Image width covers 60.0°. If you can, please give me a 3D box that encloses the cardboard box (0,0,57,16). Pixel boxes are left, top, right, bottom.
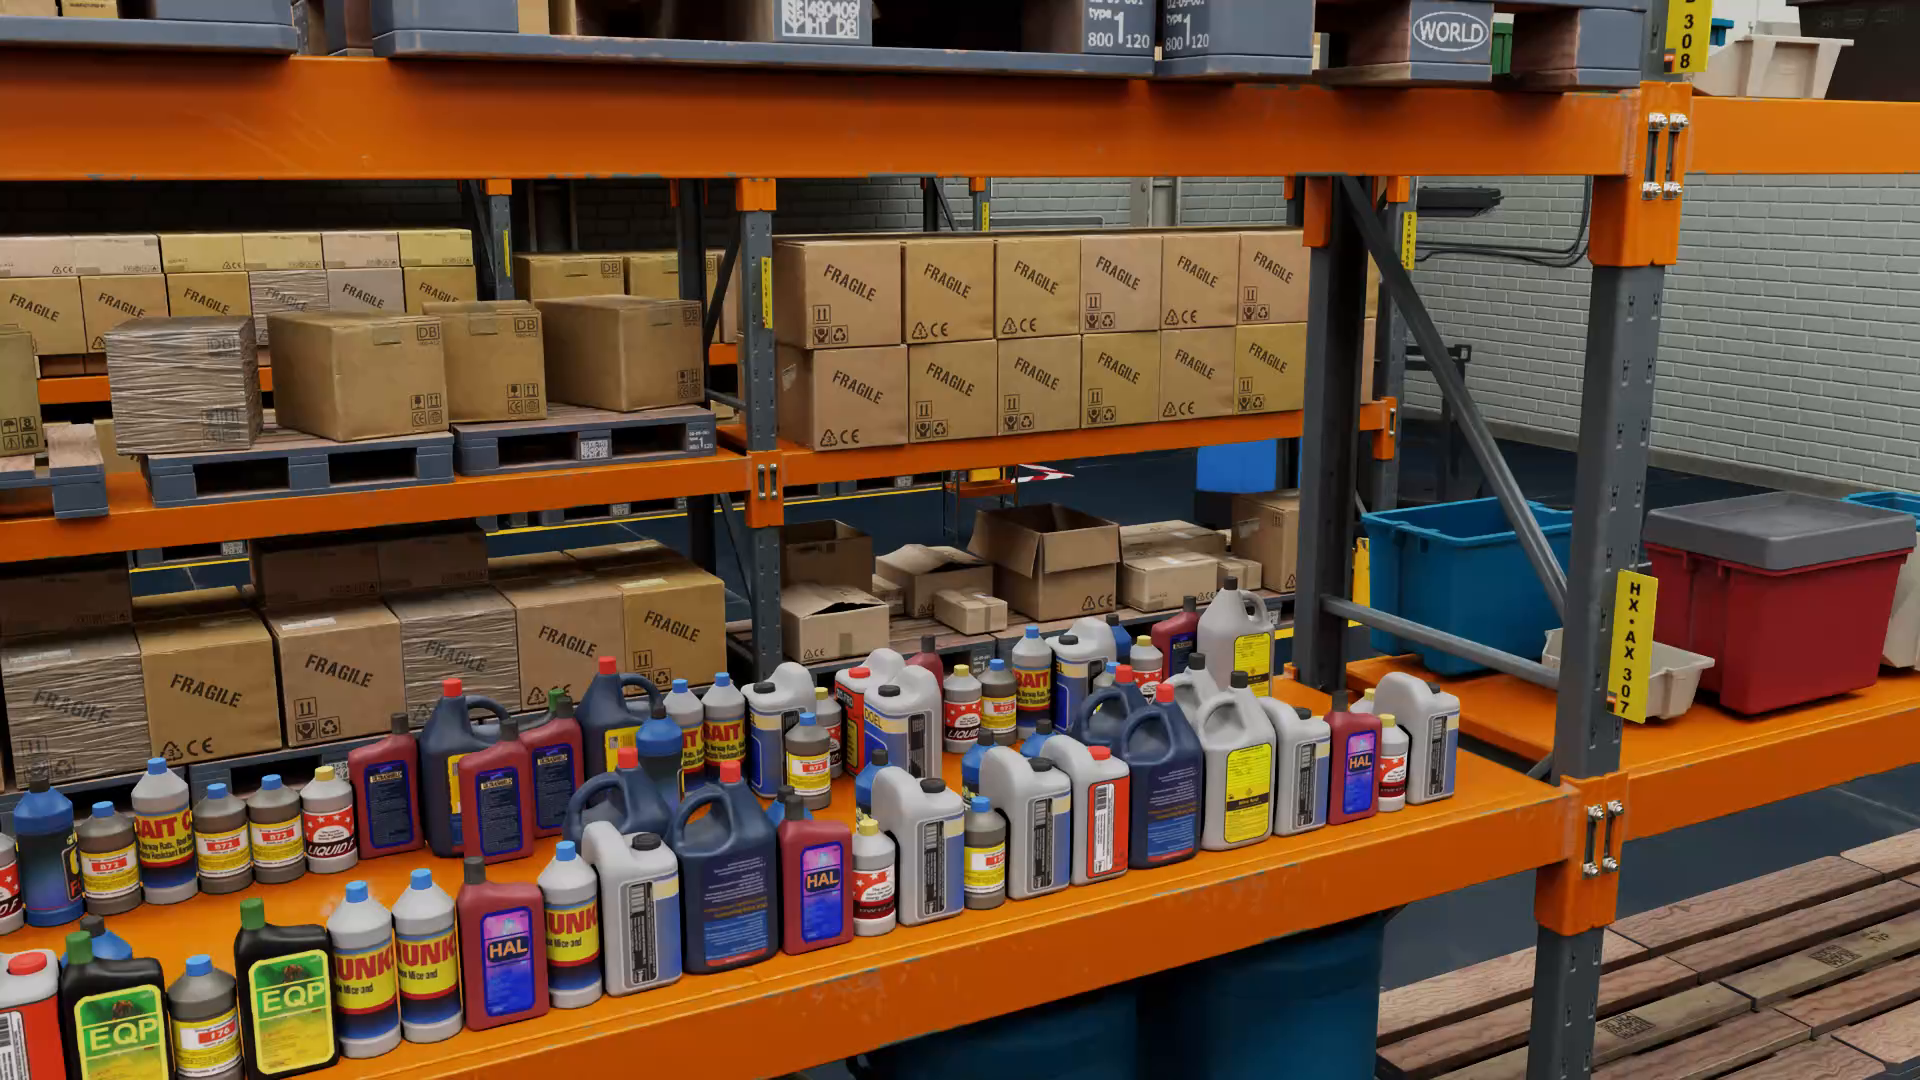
[{"bbox_3d":[-3.867,-1.892,6.625,0.500,0.500,0.910,-7,14,-28],"label":"cardboard box"}]

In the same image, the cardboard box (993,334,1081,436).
[{"bbox_3d":[0.295,-0.851,8.832,0.500,0.500,0.500,-7,14,-28],"label":"cardboard box"}]

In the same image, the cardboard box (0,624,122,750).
[{"bbox_3d":[-3.973,0.587,7.359,0.500,0.500,0.500,-6,14,-26],"label":"cardboard box"}]

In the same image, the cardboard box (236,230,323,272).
[{"bbox_3d":[-4.736,-2.014,11.569,0.500,0.250,0.500,-7,14,-27],"label":"cardboard box"}]

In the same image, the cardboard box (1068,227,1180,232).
[{"bbox_3d":[0.928,-1.548,9.651,0.500,0.500,0.500,-7,14,-27],"label":"cardboard box"}]

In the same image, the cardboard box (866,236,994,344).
[{"bbox_3d":[-0.170,-1.281,8.464,0.500,0.500,0.500,-7,15,-30],"label":"cardboard box"}]

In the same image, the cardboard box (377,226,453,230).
[{"bbox_3d":[-4.076,-2.220,12.484,0.500,0.250,0.500,-6,14,-26],"label":"cardboard box"}]

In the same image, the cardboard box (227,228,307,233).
[{"bbox_3d":[-4.970,-2.110,11.995,0.500,0.250,0.500,-7,15,-30],"label":"cardboard box"}]

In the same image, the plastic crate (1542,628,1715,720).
[{"bbox_3d":[1.676,0.338,4.238,0.243,0.136,0.396,-7,14,-28],"label":"plastic crate"}]

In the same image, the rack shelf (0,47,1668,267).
[{"bbox_3d":[-0.556,-0.642,2.935,4.000,0.370,1.077,-7,14,-28],"label":"rack shelf"}]

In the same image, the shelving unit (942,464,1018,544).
[{"bbox_3d":[0.145,-0.603,12.055,0.503,1.200,0.258,-7,14,-28],"label":"shelving unit"}]

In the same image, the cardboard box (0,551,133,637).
[{"bbox_3d":[-3.926,0.215,7.306,0.500,0.250,0.500,-6,14,-26],"label":"cardboard box"}]

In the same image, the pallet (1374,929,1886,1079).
[{"bbox_3d":[1.826,1.536,4.804,1.213,0.211,1.003,-7,14,-28],"label":"pallet"}]

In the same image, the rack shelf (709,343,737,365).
[{"bbox_3d":[-1.792,-1.508,13.618,4.000,0.370,1.077,-7,14,-28],"label":"rack shelf"}]

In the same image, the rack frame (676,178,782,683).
[{"bbox_3d":[-1.171,-0.695,8.364,0.127,3.000,1.000,-7,14,-28],"label":"rack frame"}]

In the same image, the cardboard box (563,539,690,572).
[{"bbox_3d":[-1.712,0.314,8.573,0.500,0.500,0.500,-8,15,-30],"label":"cardboard box"}]

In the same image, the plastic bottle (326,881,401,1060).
[{"bbox_3d":[-0.936,0.667,2.608,0.097,0.271,0.097,0,13,0],"label":"plastic bottle"}]

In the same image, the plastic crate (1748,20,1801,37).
[{"bbox_3d":[2.617,-1.392,4.902,0.530,0.282,0.437,-7,14,-28],"label":"plastic crate"}]

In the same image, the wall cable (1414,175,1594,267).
[{"bbox_3d":[5.099,-4.008,16.494,0.112,2.526,3.097,-7,14,-28],"label":"wall cable"}]

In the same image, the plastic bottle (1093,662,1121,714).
[{"bbox_3d":[0.365,0.393,3.983,0.097,0.201,0.097,0,13,0],"label":"plastic bottle"}]

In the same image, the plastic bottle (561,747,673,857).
[{"bbox_3d":[-0.609,0.545,2.969,0.185,0.351,0.144,-7,14,-28],"label":"plastic bottle"}]

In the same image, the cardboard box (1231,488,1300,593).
[{"bbox_3d":[1.981,-0.006,9.995,0.500,0.500,0.500,-7,14,-28],"label":"cardboard box"}]

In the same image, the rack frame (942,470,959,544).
[{"bbox_3d":[-0.069,-0.577,11.941,0.015,1.200,0.240,-7,14,-28],"label":"rack frame"}]

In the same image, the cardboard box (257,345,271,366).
[{"bbox_3d":[-4.845,-1.321,11.673,0.250,0.149,0.380,-7,15,-29],"label":"cardboard box"}]

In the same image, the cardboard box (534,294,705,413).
[{"bbox_3d":[-1.694,-0.942,8.277,0.700,0.500,0.500,11,17,41],"label":"cardboard box"}]

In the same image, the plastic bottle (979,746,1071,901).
[{"bbox_3d":[0.127,0.530,3.204,0.135,0.276,0.152,-7,14,-28],"label":"plastic bottle"}]

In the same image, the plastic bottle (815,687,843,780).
[{"bbox_3d":[-0.317,0.437,3.789,0.097,0.201,0.097,0,13,0],"label":"plastic bottle"}]

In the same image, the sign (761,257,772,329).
[{"bbox_3d":[-0.902,-1.153,7.763,0.005,0.325,0.100,-7,14,-28],"label":"sign"}]

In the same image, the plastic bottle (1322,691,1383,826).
[{"bbox_3d":[0.827,0.454,3.525,0.133,0.283,0.061,-7,14,-28],"label":"plastic bottle"}]

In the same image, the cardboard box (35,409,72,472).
[{"bbox_3d":[-6.350,-0.436,11.156,0.750,0.750,0.750,-7,14,-29],"label":"cardboard box"}]

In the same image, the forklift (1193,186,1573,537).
[{"bbox_3d":[3.317,-1.479,12.007,3.031,2.935,1.130,5,14,21],"label":"forklift"}]

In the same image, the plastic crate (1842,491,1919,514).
[{"bbox_3d":[3.180,-0.007,5.553,0.300,0.233,0.416,-7,14,-28],"label":"plastic crate"}]

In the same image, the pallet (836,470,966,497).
[{"bbox_3d":[-0.701,-0.610,14.339,1.213,0.211,1.003,-7,14,-28],"label":"pallet"}]

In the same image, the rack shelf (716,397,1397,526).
[{"bbox_3d":[0.585,-0.554,9.378,4.000,0.370,1.077,-7,14,-28],"label":"rack shelf"}]

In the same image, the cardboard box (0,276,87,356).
[{"bbox_3d":[-6.045,-1.487,10.933,0.500,0.500,0.500,-6,14,-26],"label":"cardboard box"}]

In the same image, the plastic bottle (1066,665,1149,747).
[{"bbox_3d":[0.318,0.436,3.453,0.185,0.351,0.144,-7,14,-28],"label":"plastic bottle"}]

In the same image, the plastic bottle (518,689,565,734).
[{"bbox_3d":[-0.878,0.460,3.501,0.133,0.283,0.061,-7,14,-28],"label":"plastic bottle"}]

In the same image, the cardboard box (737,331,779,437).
[{"bbox_3d":[-0.855,-0.846,8.807,0.500,0.500,0.500,-7,14,-27],"label":"cardboard box"}]

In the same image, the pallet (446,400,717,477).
[{"bbox_3d":[-1.925,-0.538,8.105,1.213,0.211,1.003,-7,14,-28],"label":"pallet"}]

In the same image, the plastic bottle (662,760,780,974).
[{"bbox_3d":[-0.418,0.560,2.901,0.185,0.351,0.144,-7,14,-28],"label":"plastic bottle"}]

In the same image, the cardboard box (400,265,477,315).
[{"bbox_3d":[-3.832,-1.755,12.127,0.500,0.500,0.500,-7,15,-29],"label":"cardboard box"}]

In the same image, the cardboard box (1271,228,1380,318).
[{"bbox_3d":[2.081,-1.552,9.670,0.500,0.500,0.500,-7,14,-28],"label":"cardboard box"}]

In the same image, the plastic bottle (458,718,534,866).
[{"bbox_3d":[-0.926,0.501,3.315,0.133,0.283,0.061,-7,14,-28],"label":"plastic bottle"}]

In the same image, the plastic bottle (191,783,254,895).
[{"bbox_3d":[-1.421,0.569,3.201,0.097,0.201,0.097,0,13,0],"label":"plastic bottle"}]

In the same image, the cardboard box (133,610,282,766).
[{"bbox_3d":[-3.246,0.630,7.168,0.500,0.500,0.500,-7,14,-29],"label":"cardboard box"}]

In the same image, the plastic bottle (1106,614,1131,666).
[{"bbox_3d":[0.378,0.319,4.151,0.097,0.271,0.097,0,13,0],"label":"plastic bottle"}]

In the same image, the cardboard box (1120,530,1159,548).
[{"bbox_3d":[0.849,0.119,10.009,0.500,0.250,0.500,-7,14,-28],"label":"cardboard box"}]

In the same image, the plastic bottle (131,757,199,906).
[{"bbox_3d":[-1.507,0.545,3.148,0.097,0.271,0.097,0,13,0],"label":"plastic bottle"}]

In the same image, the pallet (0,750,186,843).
[{"bbox_3d":[-4.008,1.015,7.117,1.213,0.211,1.003,-7,14,-28],"label":"pallet"}]
